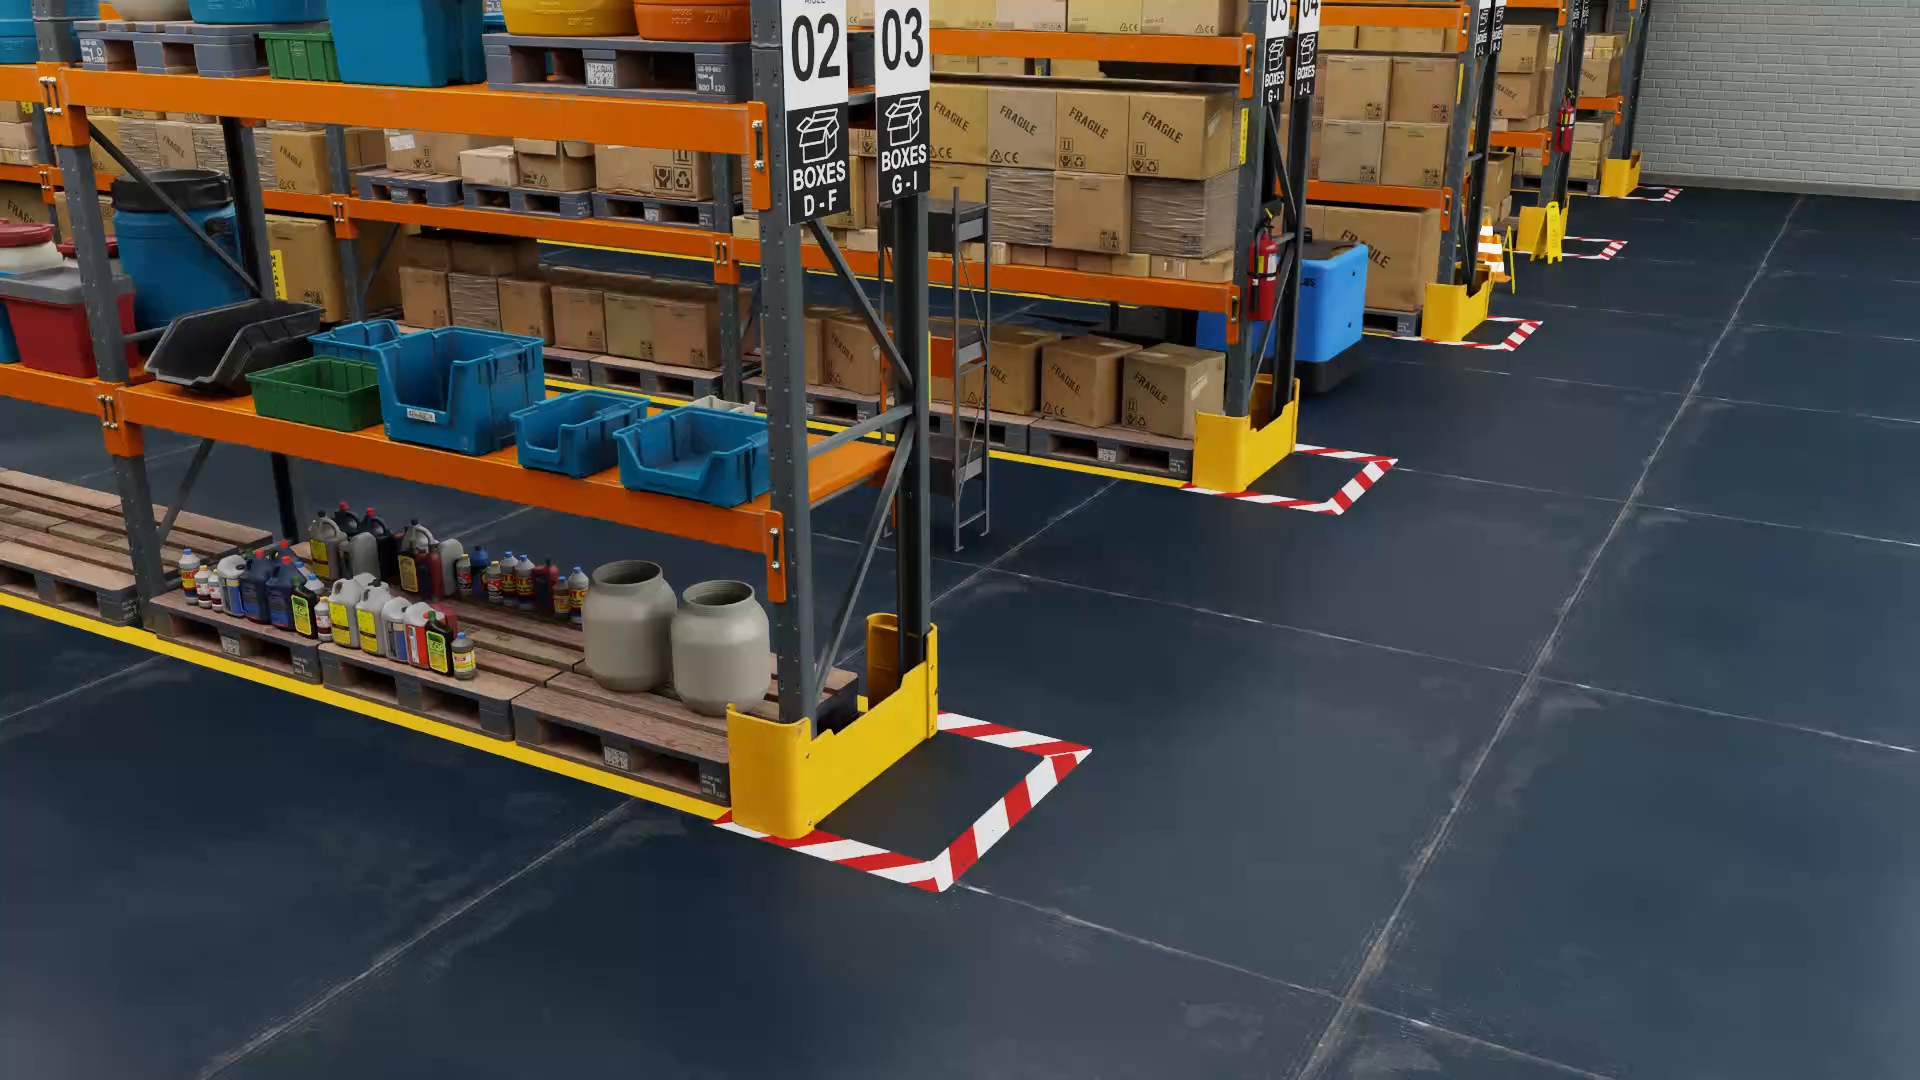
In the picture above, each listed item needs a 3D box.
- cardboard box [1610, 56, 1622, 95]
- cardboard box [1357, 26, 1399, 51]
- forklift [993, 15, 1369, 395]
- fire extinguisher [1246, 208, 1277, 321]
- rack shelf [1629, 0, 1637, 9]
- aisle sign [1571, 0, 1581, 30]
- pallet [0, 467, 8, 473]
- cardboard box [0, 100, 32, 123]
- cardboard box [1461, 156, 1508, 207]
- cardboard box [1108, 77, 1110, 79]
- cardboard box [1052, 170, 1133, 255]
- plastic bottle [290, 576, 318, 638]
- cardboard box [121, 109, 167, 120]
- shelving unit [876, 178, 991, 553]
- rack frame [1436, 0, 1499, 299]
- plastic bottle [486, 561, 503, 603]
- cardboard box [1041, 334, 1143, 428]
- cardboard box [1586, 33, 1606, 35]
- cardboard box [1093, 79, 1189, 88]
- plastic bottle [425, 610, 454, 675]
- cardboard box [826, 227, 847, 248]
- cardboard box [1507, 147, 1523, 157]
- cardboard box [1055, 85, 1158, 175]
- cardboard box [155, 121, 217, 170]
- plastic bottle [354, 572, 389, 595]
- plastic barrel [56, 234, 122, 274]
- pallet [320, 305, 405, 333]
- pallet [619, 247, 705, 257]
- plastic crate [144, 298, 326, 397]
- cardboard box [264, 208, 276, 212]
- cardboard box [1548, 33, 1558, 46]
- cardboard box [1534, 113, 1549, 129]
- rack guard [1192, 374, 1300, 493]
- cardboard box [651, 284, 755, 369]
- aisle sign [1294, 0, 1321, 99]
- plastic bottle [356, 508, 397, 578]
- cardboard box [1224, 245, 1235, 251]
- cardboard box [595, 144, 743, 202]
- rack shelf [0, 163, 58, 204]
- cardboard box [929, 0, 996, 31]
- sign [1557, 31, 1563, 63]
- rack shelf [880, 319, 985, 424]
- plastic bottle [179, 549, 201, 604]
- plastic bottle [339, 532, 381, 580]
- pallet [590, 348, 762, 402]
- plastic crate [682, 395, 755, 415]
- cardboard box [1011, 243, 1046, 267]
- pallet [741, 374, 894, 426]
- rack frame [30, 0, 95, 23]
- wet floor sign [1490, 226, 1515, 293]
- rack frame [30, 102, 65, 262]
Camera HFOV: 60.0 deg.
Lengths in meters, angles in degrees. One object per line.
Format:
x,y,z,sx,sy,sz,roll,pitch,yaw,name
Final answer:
8.945,-6.533,23.330,0.500,0.500,0.500,12,23,29,cardboard box
4.971,-5.784,19.363,0.500,0.500,0.700,11,22,27,cardboard box
1.726,-2.838,13.392,3.031,2.935,1.130,11,23,28,forklift
1.867,-1.700,10.266,0.183,0.674,0.296,11,23,27,fire extinguisher
7.496,-7.725,23.420,4.000,0.370,1.077,11,23,27,rack shelf
6.737,-5.968,18.107,0.004,0.787,0.394,11,23,27,aisle sign
-6.750,-0.297,10.375,1.213,0.211,1.003,11,23,27,pallet
-9.016,-4.307,16.023,0.500,0.500,0.500,12,23,29,cardboard box
5.998,-4.156,19.239,0.500,0.500,0.500,11,23,28,cardboard box
1.849,-4.467,15.978,0.550,0.550,0.875,11,23,27,cardboard box
1.030,-2.226,11.021,0.500,0.500,0.875,11,23,27,cardboard box
-3.125,0.316,7.933,0.133,0.283,0.061,12,23,30,plastic bottle
-7.329,-4.185,15.386,0.637,0.503,0.797,11,23,28,cardboard box
-0.144,-1.015,9.583,0.503,2.100,0.431,11,23,27,shelving unit
4.499,-3.352,14.708,0.127,3.000,1.000,11,23,27,rack frame
-2.328,0.206,8.356,0.097,0.201,0.097,0,20,0,plastic bottle
0.916,-1.113,11.584,0.500,0.500,0.500,18,27,41,cardboard box
8.852,-6.995,23.216,0.250,0.149,0.380,12,23,29,cardboard box
1.211,-2.807,11.156,0.500,0.500,0.500,11,23,27,cardboard box
-2.352,0.463,7.527,0.133,0.283,0.061,11,23,29,plastic bottle
-0.793,-2.197,11.890,0.250,0.149,0.380,11,23,27,cardboard box
7.771,-5.615,23.629,0.500,0.250,0.500,10,22,26,cardboard box
0.952,-2.649,10.719,0.500,0.500,0.500,11,23,27,cardboard box
-6.875,-3.533,15.060,0.500,0.500,0.500,11,23,28,cardboard box
-2.827,0.302,7.983,0.135,0.276,0.152,11,23,27,plastic bottle
-4.644,-1.371,9.048,0.433,0.535,0.433,0,20,0,plastic barrel
-5.644,-2.066,15.250,1.213,0.211,1.003,11,23,27,pallet
-3.167,-3.502,19.210,1.213,0.211,1.003,11,23,27,pallet
-3.521,-0.929,8.118,0.504,0.338,0.767,11,23,27,plastic crate
-6.359,-2.693,15.390,0.875,0.875,1.225,11,23,27,cardboard box
8.174,-6.940,23.065,0.250,0.149,0.380,11,23,28,cardboard box
6.629,-4.843,19.185,0.250,0.149,0.380,11,23,28,cardboard box
1.925,-0.730,11.144,0.348,0.500,1.175,11,23,27,rack guard
-2.026,-1.698,13.167,0.500,0.500,0.700,9,22,23,cardboard box
2.192,-3.194,10.458,0.004,0.787,0.394,11,23,27,aisle sign
-3.045,0.009,8.682,0.185,0.351,0.144,10,22,25,plastic bottle
1.859,-1.893,11.052,0.250,0.149,0.380,11,23,27,cardboard box
-2.126,-3.211,12.822,1.000,1.000,1.000,11,23,28,cardboard box
-10.230,-3.882,17.224,4.000,0.370,1.077,11,23,27,rack shelf
0.125,-3.489,10.905,0.500,0.250,0.500,10,22,26,cardboard box
6.537,-5.374,18.119,0.005,0.325,0.100,11,23,27,sign
-0.144,-1.002,9.588,0.480,0.518,0.431,11,23,27,rack shelf
-3.851,0.176,8.337,0.097,0.271,0.097,0,20,0,plastic bottle
-3.096,0.092,8.562,0.135,0.276,0.152,11,23,27,plastic bottle
-2.181,-1.376,13.348,1.213,0.211,1.003,11,23,27,pallet
-1.048,-0.539,7.338,0.250,0.136,0.298,11,23,27,plastic crate
0.543,-1.963,11.247,0.250,0.149,0.380,11,23,27,cardboard box
-0.897,-1.146,12.714,1.213,0.211,1.003,11,23,27,pallet
-3.916,-3.903,7.429,0.127,3.000,1.000,11,23,27,rack frame
5.490,-2.830,16.721,0.232,0.644,0.267,7,21,18,wet floor sign
-8.484,-3.888,16.185,0.127,3.000,1.000,11,23,27,rack frame
